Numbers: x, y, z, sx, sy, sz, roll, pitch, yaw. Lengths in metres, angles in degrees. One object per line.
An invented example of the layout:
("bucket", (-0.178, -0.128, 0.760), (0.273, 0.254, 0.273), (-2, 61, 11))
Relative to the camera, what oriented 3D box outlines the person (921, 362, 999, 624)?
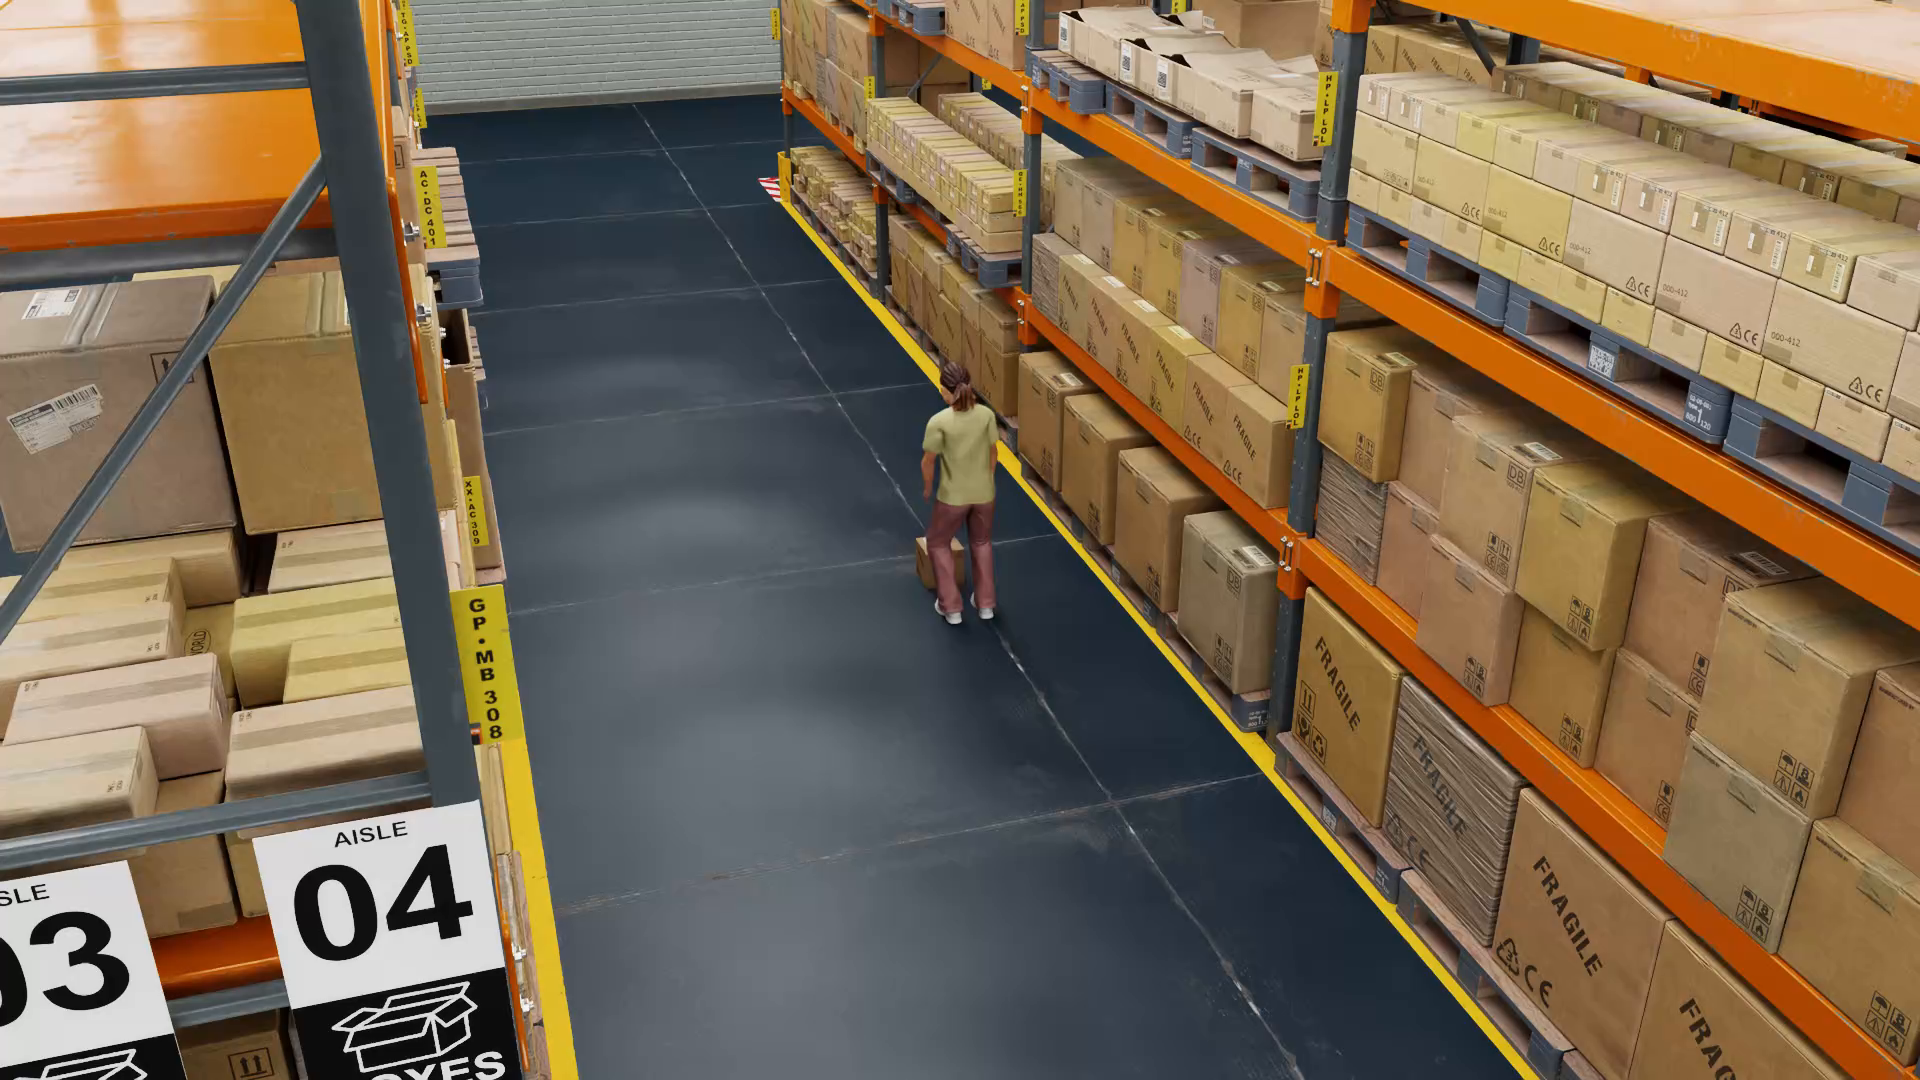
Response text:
("person", (-0.005, -0.271, 9.976), (0.474, 1.616, 0.406), (-8, 27, -15))
